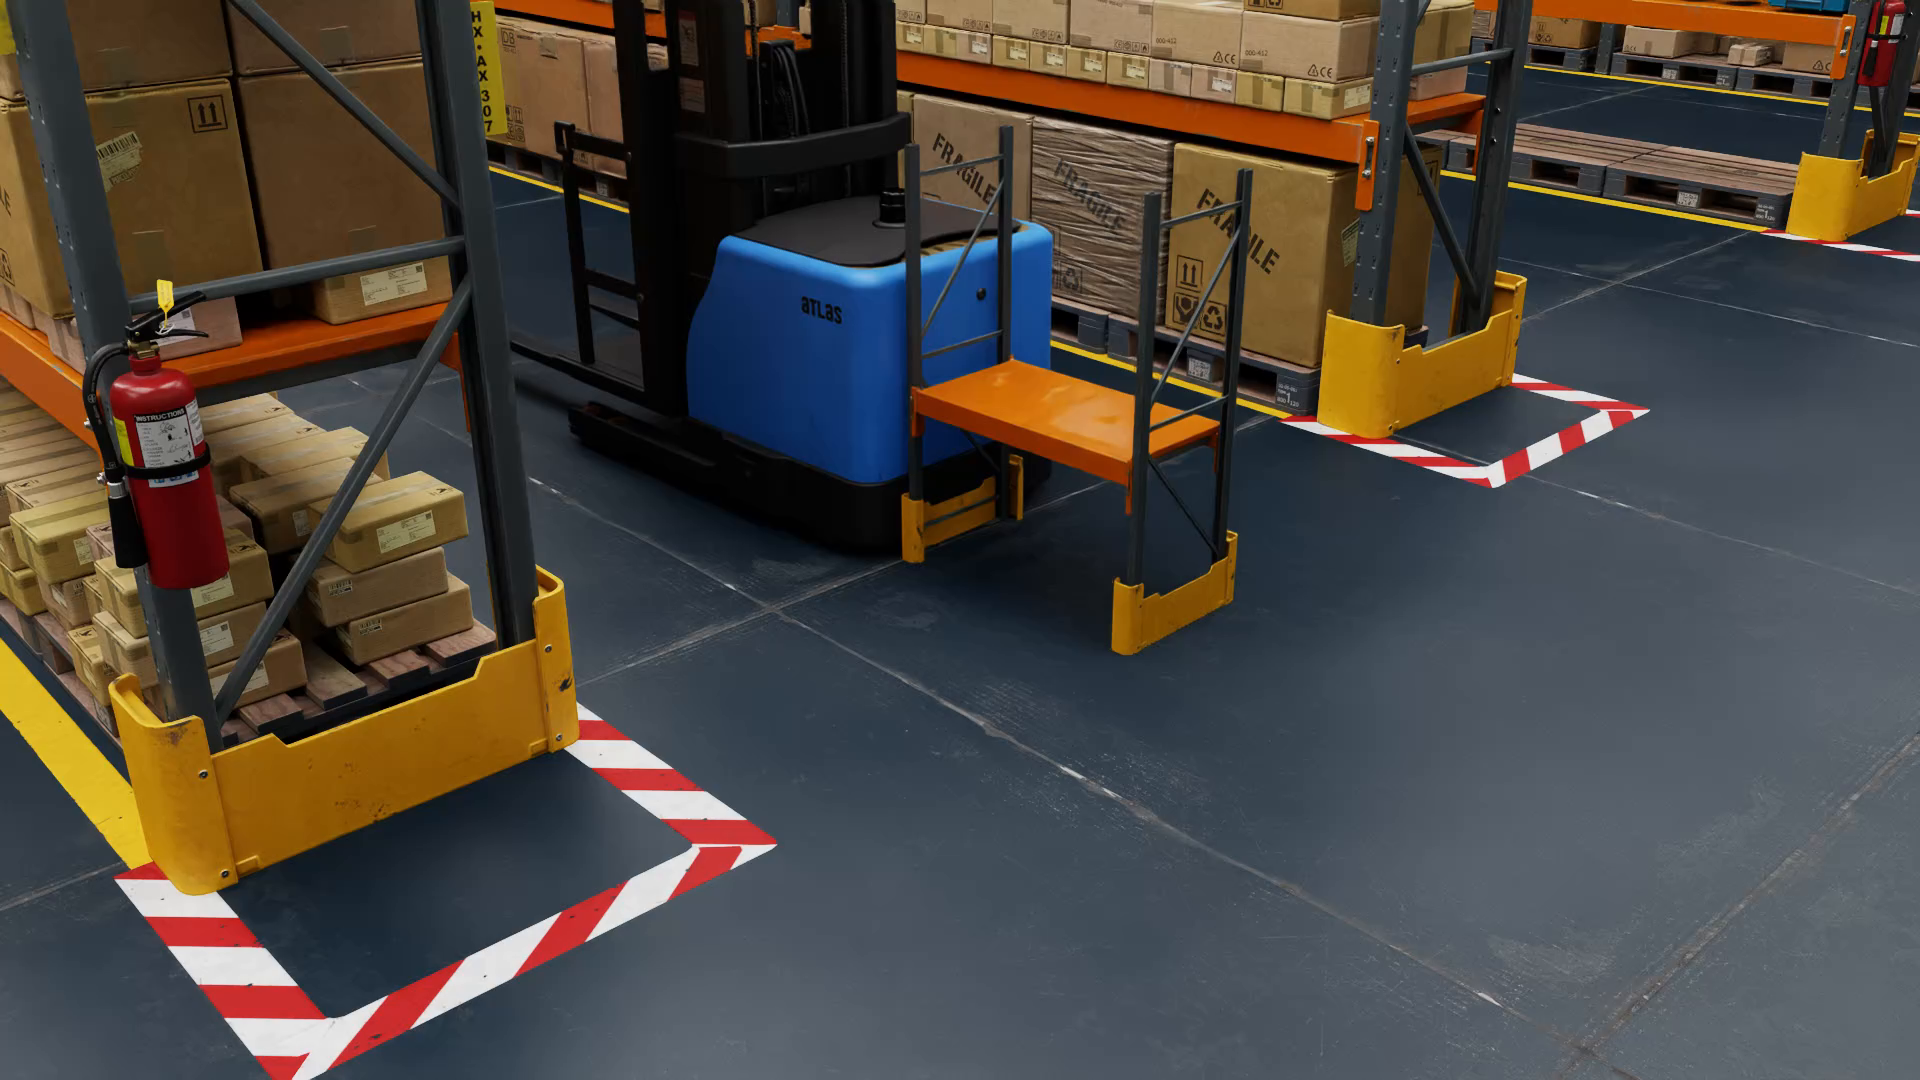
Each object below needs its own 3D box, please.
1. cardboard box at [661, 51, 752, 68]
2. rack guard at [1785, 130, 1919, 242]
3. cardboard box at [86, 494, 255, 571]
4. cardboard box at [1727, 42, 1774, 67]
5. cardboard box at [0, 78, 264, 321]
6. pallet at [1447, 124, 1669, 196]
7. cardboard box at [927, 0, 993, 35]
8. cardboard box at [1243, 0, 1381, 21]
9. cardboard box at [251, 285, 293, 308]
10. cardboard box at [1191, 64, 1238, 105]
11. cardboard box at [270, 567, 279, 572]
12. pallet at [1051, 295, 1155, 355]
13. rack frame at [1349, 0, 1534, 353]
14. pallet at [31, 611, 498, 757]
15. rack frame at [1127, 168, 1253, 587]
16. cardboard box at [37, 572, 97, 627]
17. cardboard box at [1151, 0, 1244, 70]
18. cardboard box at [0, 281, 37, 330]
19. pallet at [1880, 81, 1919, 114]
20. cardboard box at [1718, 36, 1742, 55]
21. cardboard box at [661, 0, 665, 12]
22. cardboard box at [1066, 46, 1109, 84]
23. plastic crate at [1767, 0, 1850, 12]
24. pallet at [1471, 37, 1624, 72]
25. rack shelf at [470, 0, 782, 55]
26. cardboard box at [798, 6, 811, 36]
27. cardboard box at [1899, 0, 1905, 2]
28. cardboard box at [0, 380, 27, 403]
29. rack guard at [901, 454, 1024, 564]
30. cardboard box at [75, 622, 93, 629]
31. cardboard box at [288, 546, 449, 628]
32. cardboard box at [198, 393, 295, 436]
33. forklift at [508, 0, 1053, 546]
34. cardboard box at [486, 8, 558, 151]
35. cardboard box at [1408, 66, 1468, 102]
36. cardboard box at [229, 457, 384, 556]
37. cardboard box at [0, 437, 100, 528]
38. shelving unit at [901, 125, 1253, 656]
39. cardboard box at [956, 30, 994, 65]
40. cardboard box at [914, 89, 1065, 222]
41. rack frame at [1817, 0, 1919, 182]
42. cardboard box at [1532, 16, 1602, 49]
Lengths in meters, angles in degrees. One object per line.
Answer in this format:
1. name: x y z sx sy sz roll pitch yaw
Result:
1. cardboard box: -1.096 -2.639 10.474 1.225 0.875 0.875 -21 32 -38
2. rack guard: 5.731 -2.279 10.642 1.175 0.500 0.348 -21 32 -38
3. cardboard box: -2.276 0.016 4.812 0.380 0.149 0.250 -20 32 -37
4. cardboard box: 7.317 -4.499 15.381 0.380 0.166 0.250 -21 32 -38
5. cardboard box: -2.095 -0.882 4.090 0.500 0.500 0.500 -20 32 -37
6. pallet: 4.340 -2.781 12.092 1.003 0.211 1.213 -21 32 -38
7. cardboard box: 0.180 -2.769 8.529 0.500 0.250 0.500 -20 31 -37
8. cardboard box: 1.565 -2.496 7.025 0.500 0.500 0.500 -21 32 -38
9. cardboard box: -1.786 -0.780 4.649 0.380 0.149 0.250 -20 31 -37
10. cardboard box: 1.256 -2.070 7.475 0.380 0.149 0.250 -21 32 -38
11. cardboard box: -2.137 0.089 5.369 0.380 0.149 0.250 -21 32 -38
12. pallet: 0.657 -1.335 8.923 1.003 0.211 1.213 -21 32 -38
13. rack frame: 2.090 -2.014 7.051 1.000 3.000 0.127 -21 32 -38
14. pallet: -2.181 0.352 5.225 1.003 0.211 1.213 -21 32 -38
15. rack frame: 0.724 -0.398 5.316 0.032 1.500 0.500 22 33 40
16. cardboard box: -2.525 0.097 4.994 0.250 0.149 0.380 22 33 40
17. cardboard box: 1.219 -2.307 7.515 0.500 0.250 0.500 -22 32 -39
18. cardboard box: -2.354 -0.700 4.473 0.380 0.149 0.250 -22 32 -39
19. pallet: 8.726 -3.819 14.367 1.003 0.211 1.213 -21 32 -38
20. cardboard box: 7.486 -4.750 15.952 0.380 0.149 0.250 -21 32 -38
21. cardboard box: -1.496 -3.488 10.161 0.500 0.500 0.500 -20 31 -37
22. cardboard box: 0.729 -2.302 7.985 0.380 0.149 0.250 -21 32 -38
23. plastic crate: 5.340 -3.511 10.218 0.616 0.435 0.499 -21 32 -38
24. pallet: 6.006 -5.002 16.961 1.003 0.211 1.213 -21 32 -38
25. rack shelf: -2.011 -3.505 11.185 1.077 0.370 4.000 -21 32 -38
26. cardboard box: -0.685 -2.928 9.357 0.380 0.149 0.250 -21 32 -38
27. cardboard box: 10.640 -6.240 18.820 0.700 0.500 0.500 -21 32 -38
28. cardboard box: -3.340 -0.456 5.849 0.250 0.149 0.380 22 33 40
29. rack guard: 0.015 -0.120 6.213 0.087 0.250 0.587 22 33 40
30. cardboard box: -2.479 0.214 5.096 0.380 0.149 0.250 -21 32 -39
31. cardboard box: -1.770 0.101 4.985 0.380 0.149 0.250 -20 31 -36
32. cardboard box: -2.477 -0.358 5.633 0.380 0.149 0.250 -20 31 -37
33. forklift: -1.035 -1.823 6.715 3.031 2.935 1.130 22 33 40
34. cardboard box: -2.921 -3.448 12.247 0.875 0.875 1.225 22 32 39
35. cardboard box: 2.088 -2.101 7.545 0.380 0.149 0.250 -21 32 -38
36. cardboard box: -1.986 -0.107 5.083 0.380 0.149 0.250 -21 32 -38
37. cardboard box: -2.901 -0.188 5.260 0.380 0.149 0.250 -20 31 -37
38. shelving unit: 0.369 -0.544 5.635 1.083 1.500 0.587 22 33 40
39. cardboard box: 0.202 -2.535 8.496 0.380 0.149 0.250 -21 32 -38
40. cardboard box: 0.364 -1.955 8.976 0.875 0.875 0.875 -21 32 -38
41. rack frame: 5.705 -3.419 10.131 1.000 3.000 0.127 -21 32 -38
42. cardboard box: 6.043 -5.166 16.443 0.500 0.500 0.500 -21 32 -39
